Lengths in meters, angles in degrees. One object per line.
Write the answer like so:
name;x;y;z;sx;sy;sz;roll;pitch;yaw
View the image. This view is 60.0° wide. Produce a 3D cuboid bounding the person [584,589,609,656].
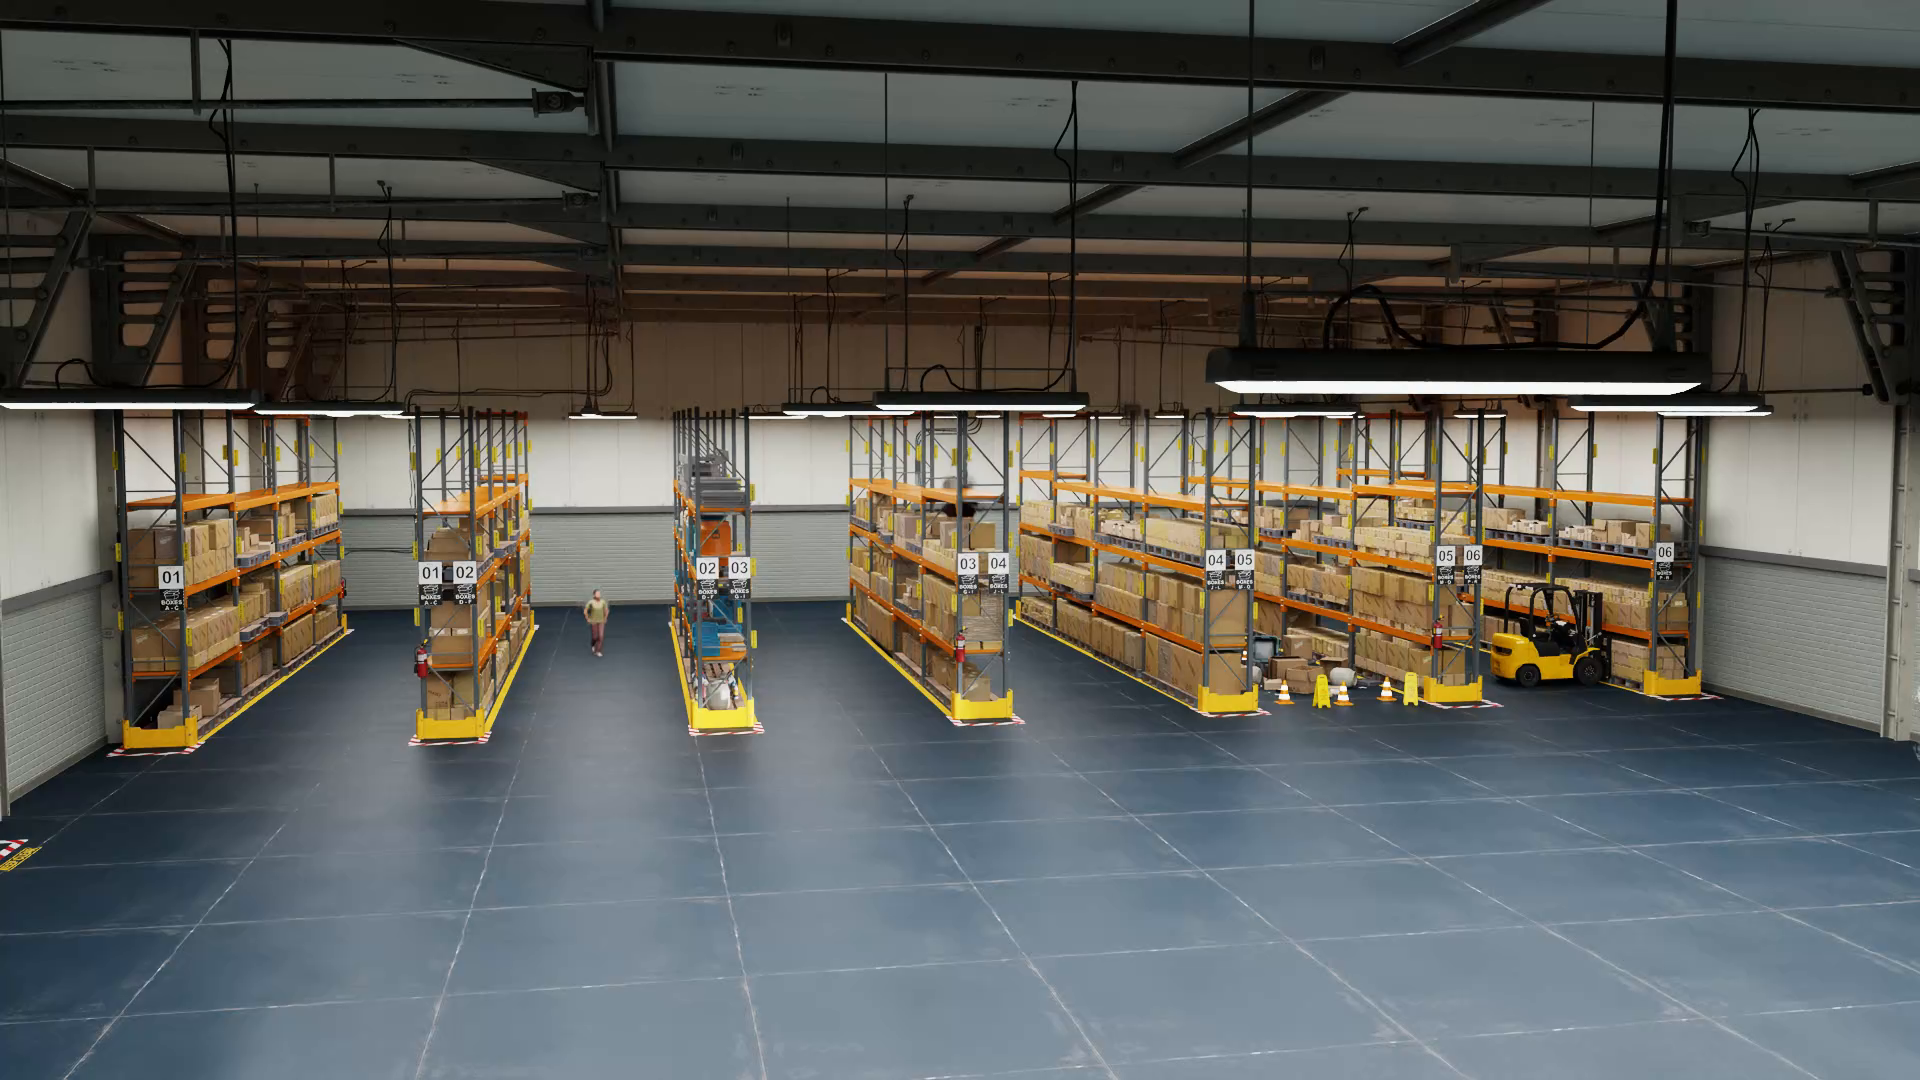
person;-8.880;2.021;40.711;0.594;1.634;0.543;-2;4;-23
